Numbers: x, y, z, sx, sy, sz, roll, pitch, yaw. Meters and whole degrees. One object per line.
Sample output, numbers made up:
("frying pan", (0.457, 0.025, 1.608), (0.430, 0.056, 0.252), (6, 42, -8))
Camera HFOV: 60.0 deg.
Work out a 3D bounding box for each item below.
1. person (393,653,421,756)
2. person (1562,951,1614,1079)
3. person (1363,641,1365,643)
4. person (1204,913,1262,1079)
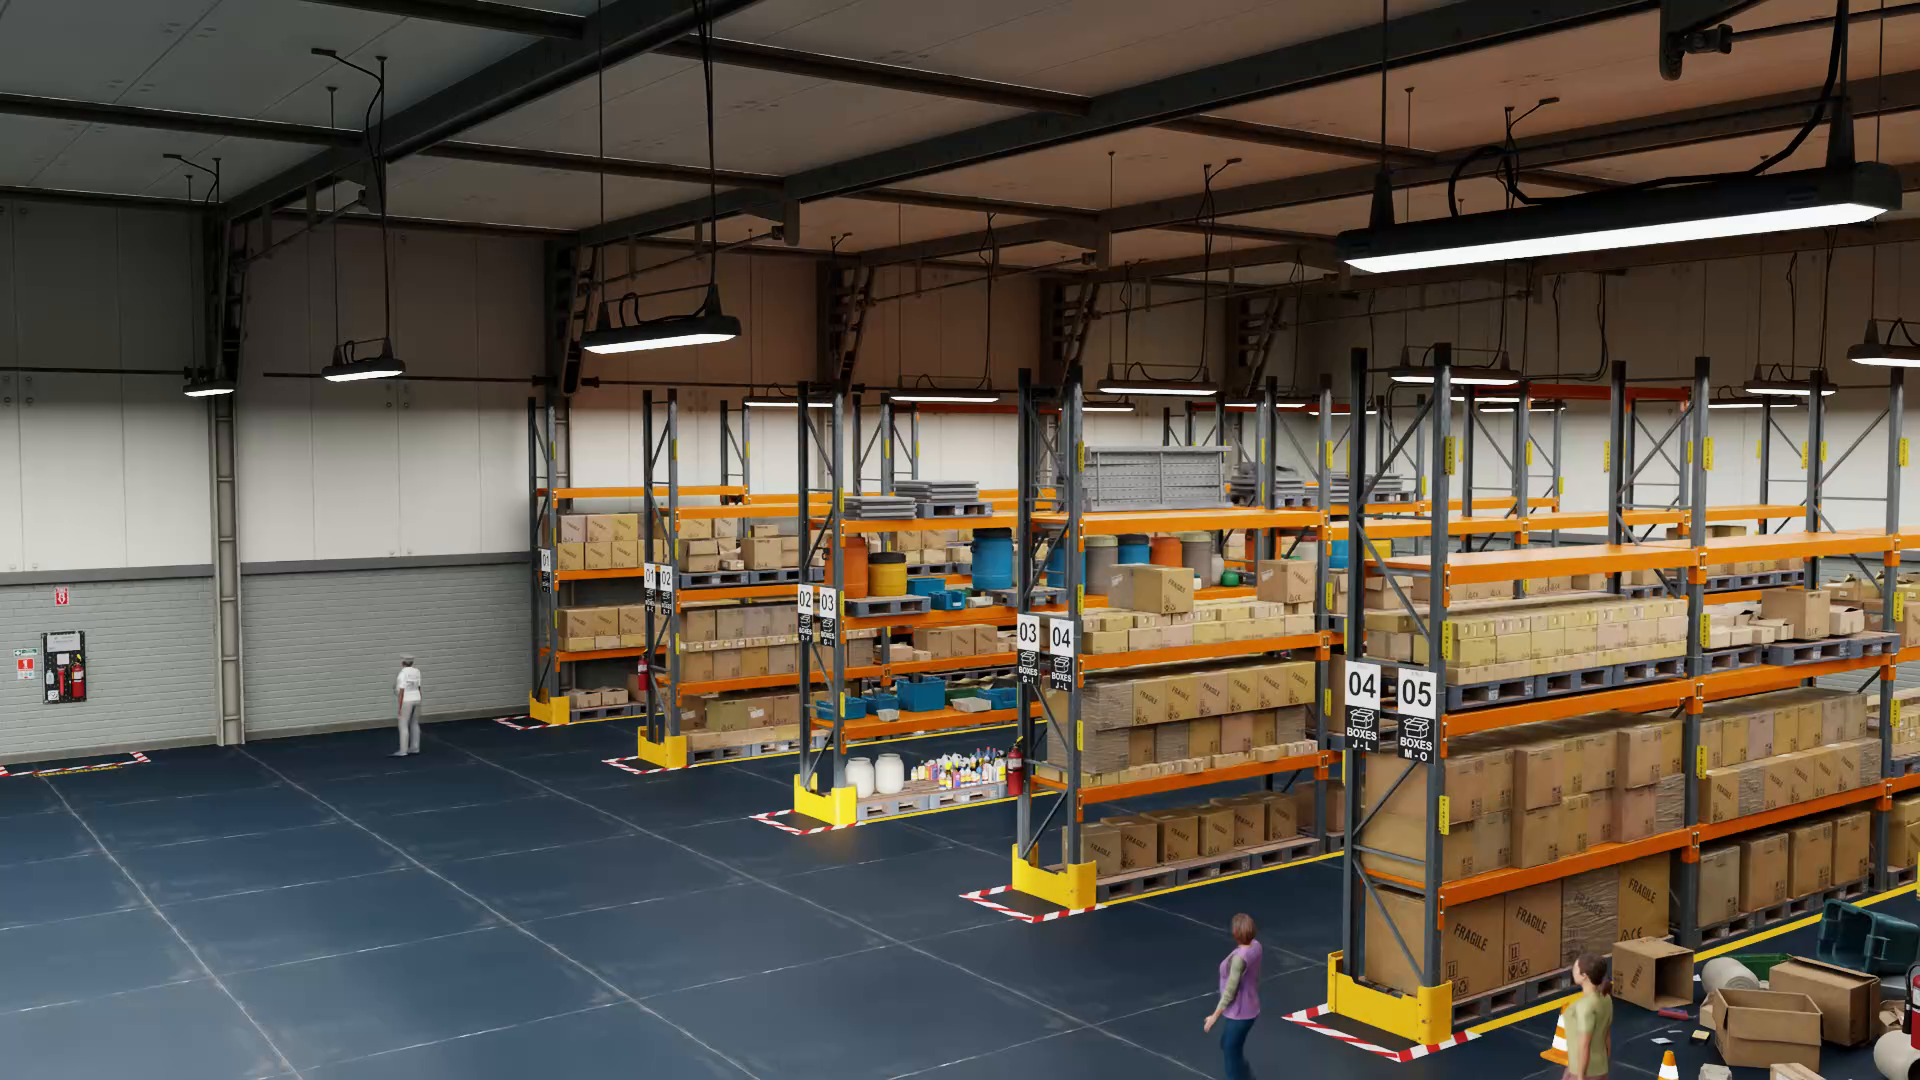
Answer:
("person", (-9.109, 2.706, 27.411), (0.409, 1.670, 0.486), (1, 4, 22))
("person", (4.347, 3.656, 11.415), (0.691, 1.644, 0.450), (1, 4, 19))
("person", (8.102, 2.308, 33.747), (0.568, 1.731, 0.396), (-1, 3, -11))
("person", (2.091, 3.671, 12.670), (0.440, 1.491, 0.495), (1, 4, 21))
